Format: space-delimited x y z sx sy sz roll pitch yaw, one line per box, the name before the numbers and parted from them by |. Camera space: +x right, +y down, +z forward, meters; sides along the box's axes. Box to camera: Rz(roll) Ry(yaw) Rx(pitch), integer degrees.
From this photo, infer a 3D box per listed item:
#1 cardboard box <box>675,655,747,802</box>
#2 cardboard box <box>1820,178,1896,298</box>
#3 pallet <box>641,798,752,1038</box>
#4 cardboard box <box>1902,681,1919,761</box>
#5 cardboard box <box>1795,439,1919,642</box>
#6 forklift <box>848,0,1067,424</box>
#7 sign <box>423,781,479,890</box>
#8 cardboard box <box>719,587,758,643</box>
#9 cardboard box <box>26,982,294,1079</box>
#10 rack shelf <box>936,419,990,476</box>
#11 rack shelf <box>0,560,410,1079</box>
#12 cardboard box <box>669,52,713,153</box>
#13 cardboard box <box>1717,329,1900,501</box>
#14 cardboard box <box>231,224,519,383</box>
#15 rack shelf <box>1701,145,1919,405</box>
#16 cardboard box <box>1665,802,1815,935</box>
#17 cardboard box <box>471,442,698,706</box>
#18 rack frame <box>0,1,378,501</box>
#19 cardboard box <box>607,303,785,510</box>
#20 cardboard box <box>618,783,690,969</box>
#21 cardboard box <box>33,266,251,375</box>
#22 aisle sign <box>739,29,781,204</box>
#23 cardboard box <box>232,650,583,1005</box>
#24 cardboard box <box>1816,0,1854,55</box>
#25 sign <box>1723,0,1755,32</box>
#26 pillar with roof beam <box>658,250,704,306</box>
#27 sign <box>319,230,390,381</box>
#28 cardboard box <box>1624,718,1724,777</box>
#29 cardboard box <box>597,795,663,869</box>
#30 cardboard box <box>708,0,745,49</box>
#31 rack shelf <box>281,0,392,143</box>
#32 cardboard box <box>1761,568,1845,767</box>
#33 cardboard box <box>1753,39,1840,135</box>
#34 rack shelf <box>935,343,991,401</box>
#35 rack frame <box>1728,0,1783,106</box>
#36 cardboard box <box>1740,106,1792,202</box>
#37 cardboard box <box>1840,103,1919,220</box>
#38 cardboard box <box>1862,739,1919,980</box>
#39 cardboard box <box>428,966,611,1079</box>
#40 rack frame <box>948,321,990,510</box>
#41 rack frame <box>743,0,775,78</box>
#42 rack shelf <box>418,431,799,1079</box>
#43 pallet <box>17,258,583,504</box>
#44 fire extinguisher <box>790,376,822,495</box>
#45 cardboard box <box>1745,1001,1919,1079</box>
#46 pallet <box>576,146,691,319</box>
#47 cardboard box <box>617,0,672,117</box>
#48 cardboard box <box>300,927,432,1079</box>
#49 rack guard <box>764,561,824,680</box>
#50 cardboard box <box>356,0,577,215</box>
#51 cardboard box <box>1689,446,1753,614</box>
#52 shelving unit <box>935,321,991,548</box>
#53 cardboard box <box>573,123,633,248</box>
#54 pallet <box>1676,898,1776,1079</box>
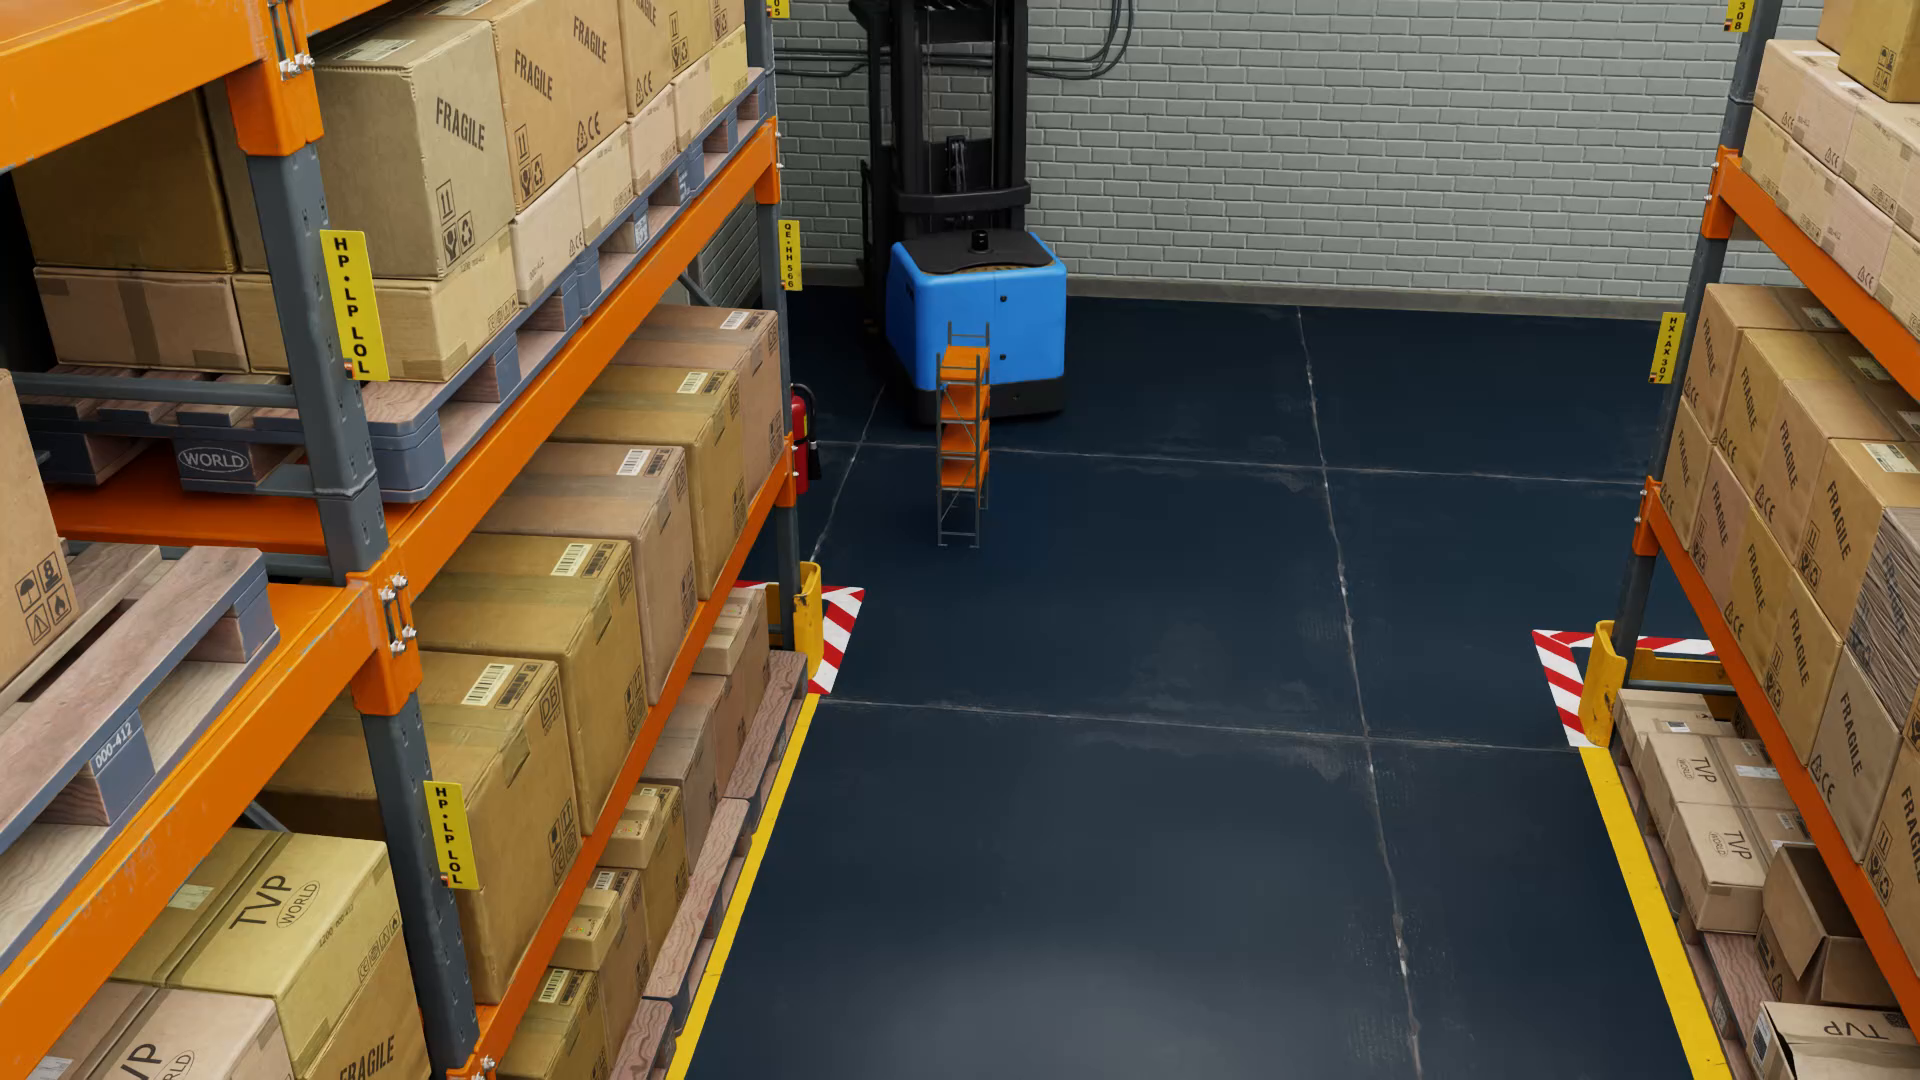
cardboard box | -1.353 0.781 7.330 0.700 0.500 0.500 3 28 6
cardboard box | 3.163 -0.977 5.396 0.500 0.250 0.500 3 28 6
pallet | -1.477 1.476 6.788 1.003 0.211 1.213 3 28 6
cardboard box | 2.987 0.485 4.528 0.500 0.500 0.500 3 28 5
cardboard box | 3.112 0.011 5.407 0.500 0.500 0.500 3 28 6
forklift | -0.145 -2.740 11.746 1.130 2.935 3.031 -7 29 -13
sign | -1.256 0.730 4.096 0.100 0.325 0.005 3 28 6
cardboard box | -1.127 0.331 7.482 0.380 0.149 0.250 3 28 6
cardboard box | -1.671 1.138 3.244 0.500 0.250 0.500 4 29 7
rack shelf | 0.020 -0.547 9.642 0.258 0.148 0.480 3 28 6
rack shelf | -2.040 1.115 2.114 1.077 0.370 4.000 3 28 6
cardboard box | -1.194 -1.584 5.974 0.500 0.250 0.500 2 28 4
cardboard box | 3.239 -0.463 6.288 0.500 0.500 0.500 4 29 7
cardboard box | -1.449 -0.616 4.178 0.500 0.250 0.500 3 28 6
rack shelf | 3.367 -0.482 5.077 1.077 0.370 4.000 3 28 6
cardboard box | 3.141 1.308 6.595 0.500 0.250 0.500 3 28 6
cardboard box | -1.538 0.105 6.077 0.980 0.700 0.700 2 28 4
rack frame | -1.795 -1.464 2.979 1.000 3.000 0.127 3 28 6
cardboard box | -1.358 -0.597 7.379 0.980 0.700 0.700 5 29 9
cardboard box | -1.472 1.269 6.424 0.700 0.500 0.500 4 29 7
cardboard box | -1.944 -0.642 4.226 0.500 0.250 0.500 4 29 7
aisle sign | -0.999 -1.866 7.311 0.394 0.787 0.004 3 28 6
cardboard box | -1.713 0.791 4.803 0.980 0.700 0.700 4 29 7
cardboard box | 3.565 -1.981 5.943 0.700 0.500 0.500 3 28 6
sign | 3.073 -2.156 6.505 0.100 0.325 0.005 3 28 6
pillar with roof beam | 2.440 -4.418 8.462 9.100 9.000 0.400 3 28 6
sign | -1.256 -0.482 3.443 0.100 0.325 0.005 3 28 6
cardboard box | 3.189 0.929 7.386 0.380 0.166 0.250 3 28 6
cardboard box | -1.315 1.065 6.119 0.380 0.149 0.250 3 28 5
cardboard box | -1.124 -2.159 6.251 0.500 0.500 0.500 3 28 6
rack shelf | -1.550 -1.912 4.992 1.077 0.370 4.000 3 28 6
cardboard box | 3.110 0.445 5.657 0.500 0.500 0.500 4 29 7
cardboard box | 3.290 -1.667 6.150 0.500 0.250 0.500 3 28 6
rack shelf | 0.020 -0.952 9.424 0.258 0.148 0.480 3 28 6
rack frame | 3.612 -3.060 5.943 1.000 3.000 0.127 3 28 6
cardboard box | 3.296 -1.447 6.268 0.500 0.250 0.500 3 28 6
cardboard box | 3.167 -1.197 5.277 0.500 0.250 0.500 3 28 6
cardboard box | 2.990 0.927 4.762 0.500 0.500 0.500 4 29 8
cardboard box | -1.602 1.747 5.537 0.700 0.500 0.500 4 29 7
rack frame | 0.050 -0.721 9.823 0.240 1.200 0.015 3 28 6
rack frame | -1.305 -3.347 6.474 1.000 3.000 0.127 3 28 6
rack shelf | -1.550 0.553 6.320 1.077 0.370 4.000 3 28 6
pallet | -1.685 -0.489 4.425 1.003 0.211 1.213 3 28 6
fire extinguisher | -0.829 -0.551 8.086 0.296 0.674 0.183 3 28 6
cardboard box | 3.002 1.816 5.588 0.500 0.311 0.500 3 28 6
pallet | -1.533 -1.061 5.488 1.003 0.211 1.213 3 28 6
cardboard box | -1.252 -1.678 5.358 0.500 0.500 0.500 2 28 4
cardboard box | -1.602 1.226 3.872 0.500 0.500 0.500 3 28 5
rack guard | -1.302 0.384 8.511 1.175 0.500 0.348 3 28 6
cardboard box | -1.373 -1.198 4.467 0.500 0.500 0.500 3 28 5
cardboard box | 3.238 -0.027 6.531 0.500 0.500 0.500 3 28 6
shelving unit | 0.020 -0.606 9.610 0.258 1.200 0.503 3 28 6
cardboard box | -1.317 -1.097 5.071 0.500 0.250 0.500 3 28 5
pallet | 3.354 1.792 6.201 1.003 0.211 1.213 3 28 6
